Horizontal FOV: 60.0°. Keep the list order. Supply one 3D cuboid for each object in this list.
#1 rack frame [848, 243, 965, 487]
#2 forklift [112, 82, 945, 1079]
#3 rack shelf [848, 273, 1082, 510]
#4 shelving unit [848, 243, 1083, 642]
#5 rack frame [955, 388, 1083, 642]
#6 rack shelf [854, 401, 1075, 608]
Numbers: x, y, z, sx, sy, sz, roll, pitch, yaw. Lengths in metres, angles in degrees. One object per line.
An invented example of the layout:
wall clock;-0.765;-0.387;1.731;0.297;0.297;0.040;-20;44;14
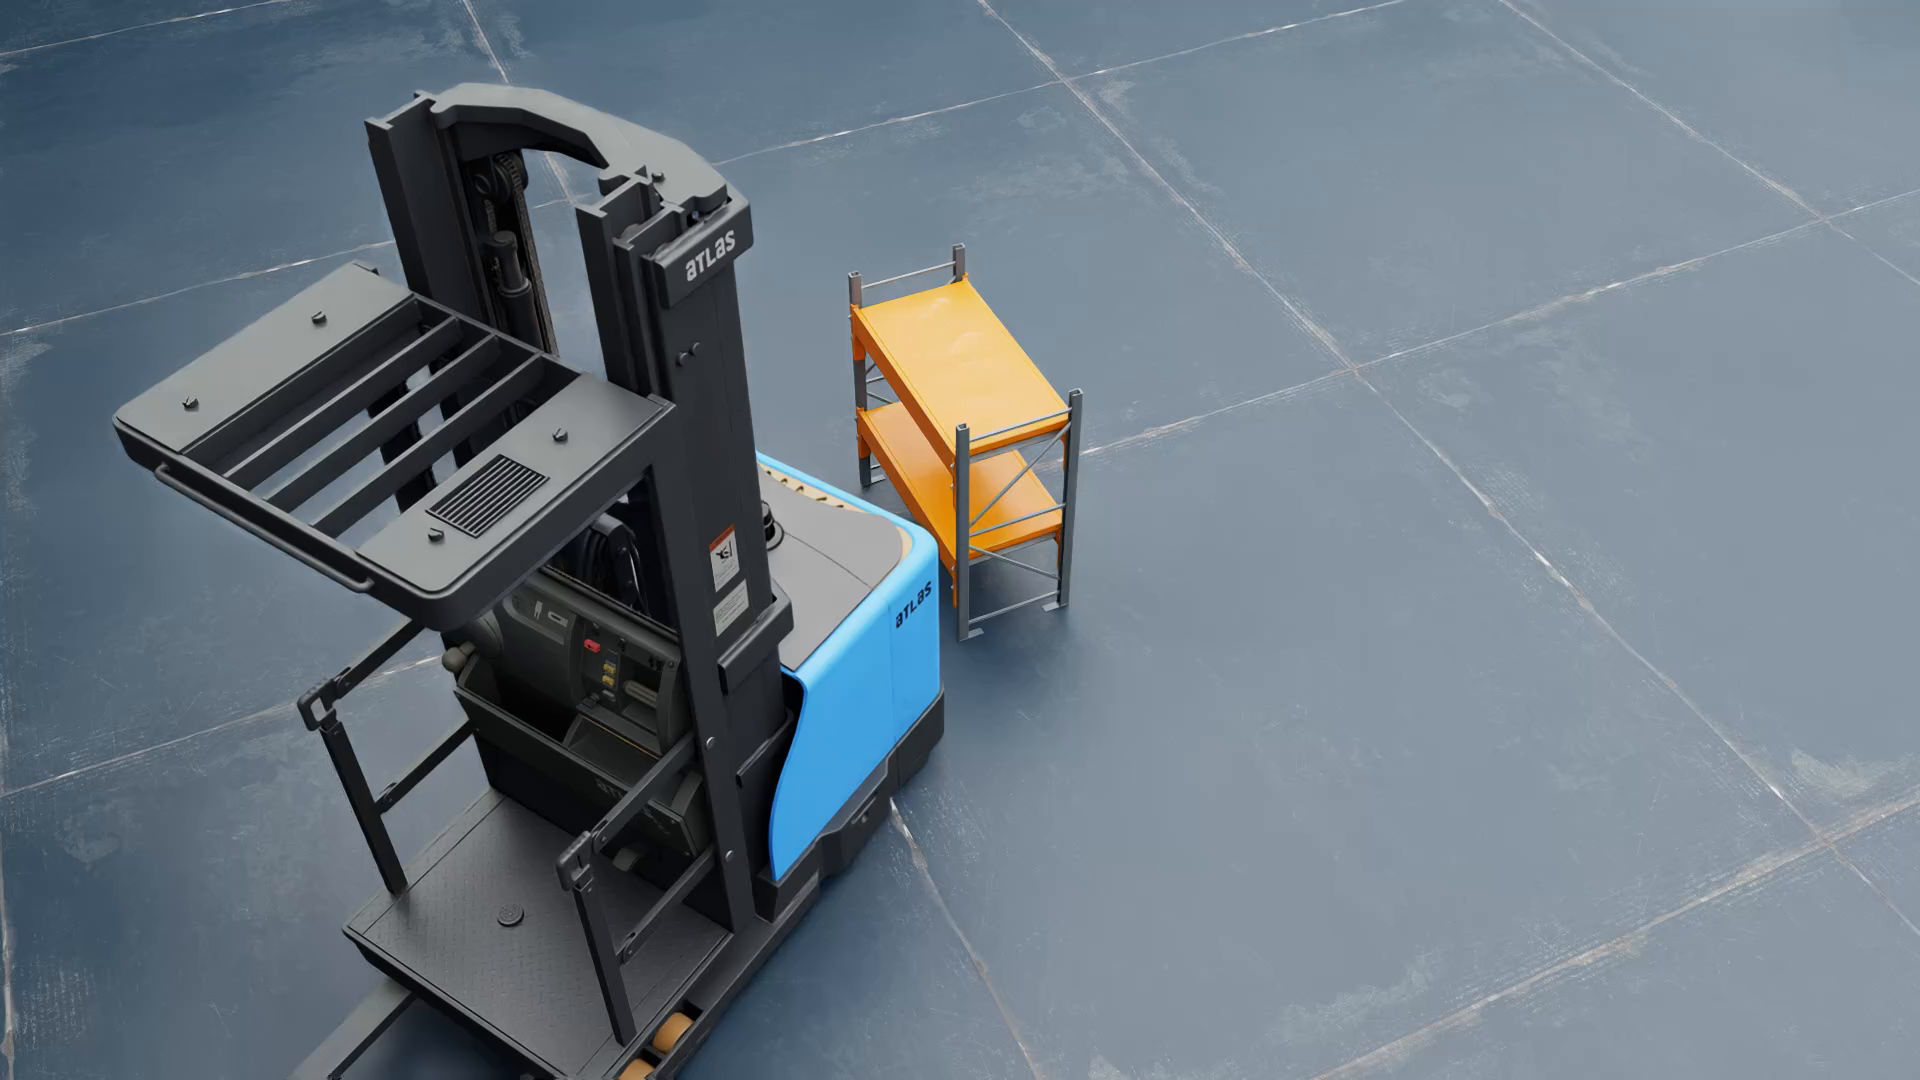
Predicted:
rack frame;-0.211;-0.720;7.048;0.500;1.125;0.032;-18;47;-17
forklift;-1.285;0.385;4.642;1.130;2.935;3.031;25;50;23
rack shelf;0.003;-0.604;6.514;0.538;0.278;1.000;-18;47;-17
shelving unit;0.003;-0.396;6.719;0.538;1.125;1.048;-18;47;-17
rack frame;0.217;-0.072;6.391;0.500;1.125;0.032;-18;47;-17
rack shelf;0.003;-0.222;6.891;0.538;0.278;1.000;-18;47;-17
